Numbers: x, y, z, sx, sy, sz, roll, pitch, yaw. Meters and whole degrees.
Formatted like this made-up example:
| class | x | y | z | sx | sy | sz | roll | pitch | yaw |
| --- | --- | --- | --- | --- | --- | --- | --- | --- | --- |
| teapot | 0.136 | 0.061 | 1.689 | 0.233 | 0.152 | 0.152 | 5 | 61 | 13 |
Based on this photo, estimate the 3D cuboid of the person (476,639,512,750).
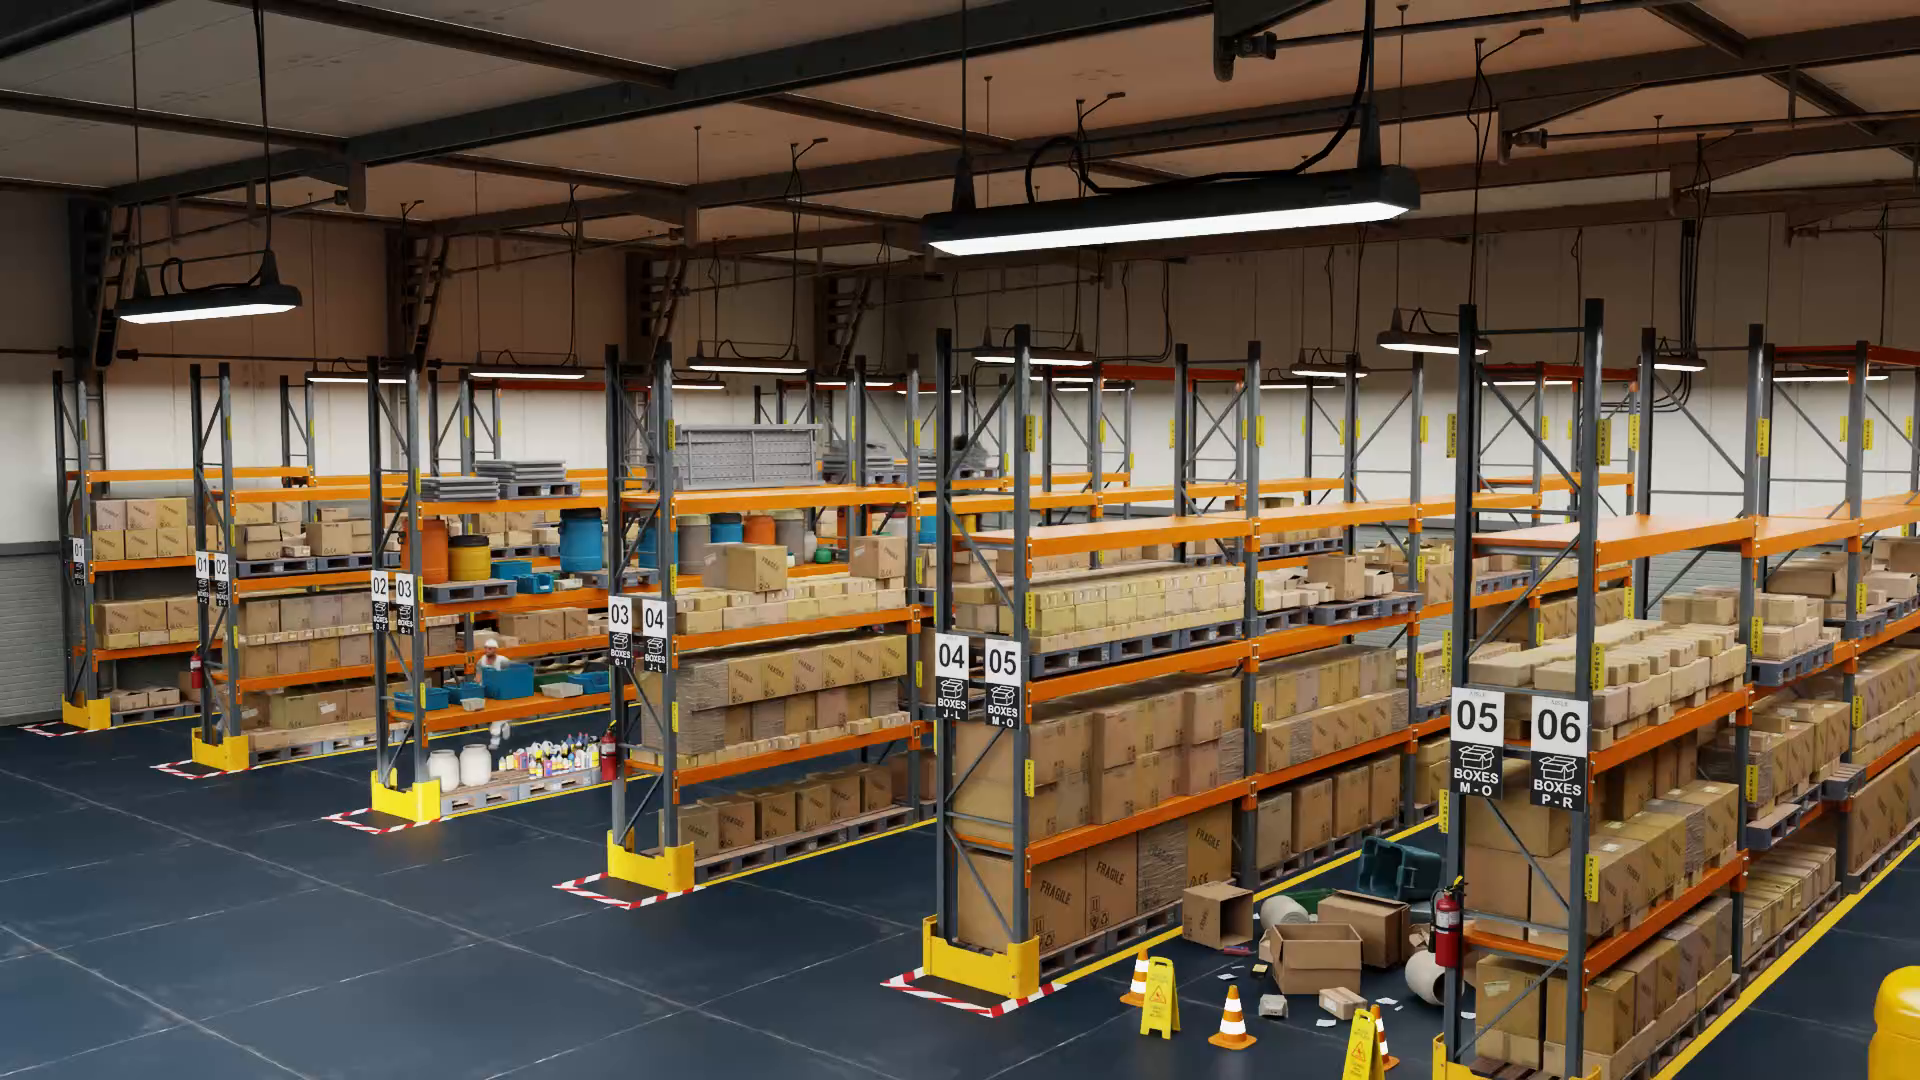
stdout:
| class | x | y | z | sx | sy | sz | roll | pitch | yaw |
| --- | --- | --- | --- | --- | --- | --- | --- | --- | --- |
| person | -7.299 | 2.408 | 26.279 | 0.660 | 1.736 | 0.774 | 1 | 4 | 14 |

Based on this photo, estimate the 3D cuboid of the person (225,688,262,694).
| class | x | y | z | sx | sy | sz | roll | pitch | yaw |
| --- | --- | --- | --- | --- | --- | --- | --- | --- | --- |
| person | -11.505 | 2.365 | 26.810 | 0.687 | 1.725 | 0.536 | 1 | 4 | 9 |
